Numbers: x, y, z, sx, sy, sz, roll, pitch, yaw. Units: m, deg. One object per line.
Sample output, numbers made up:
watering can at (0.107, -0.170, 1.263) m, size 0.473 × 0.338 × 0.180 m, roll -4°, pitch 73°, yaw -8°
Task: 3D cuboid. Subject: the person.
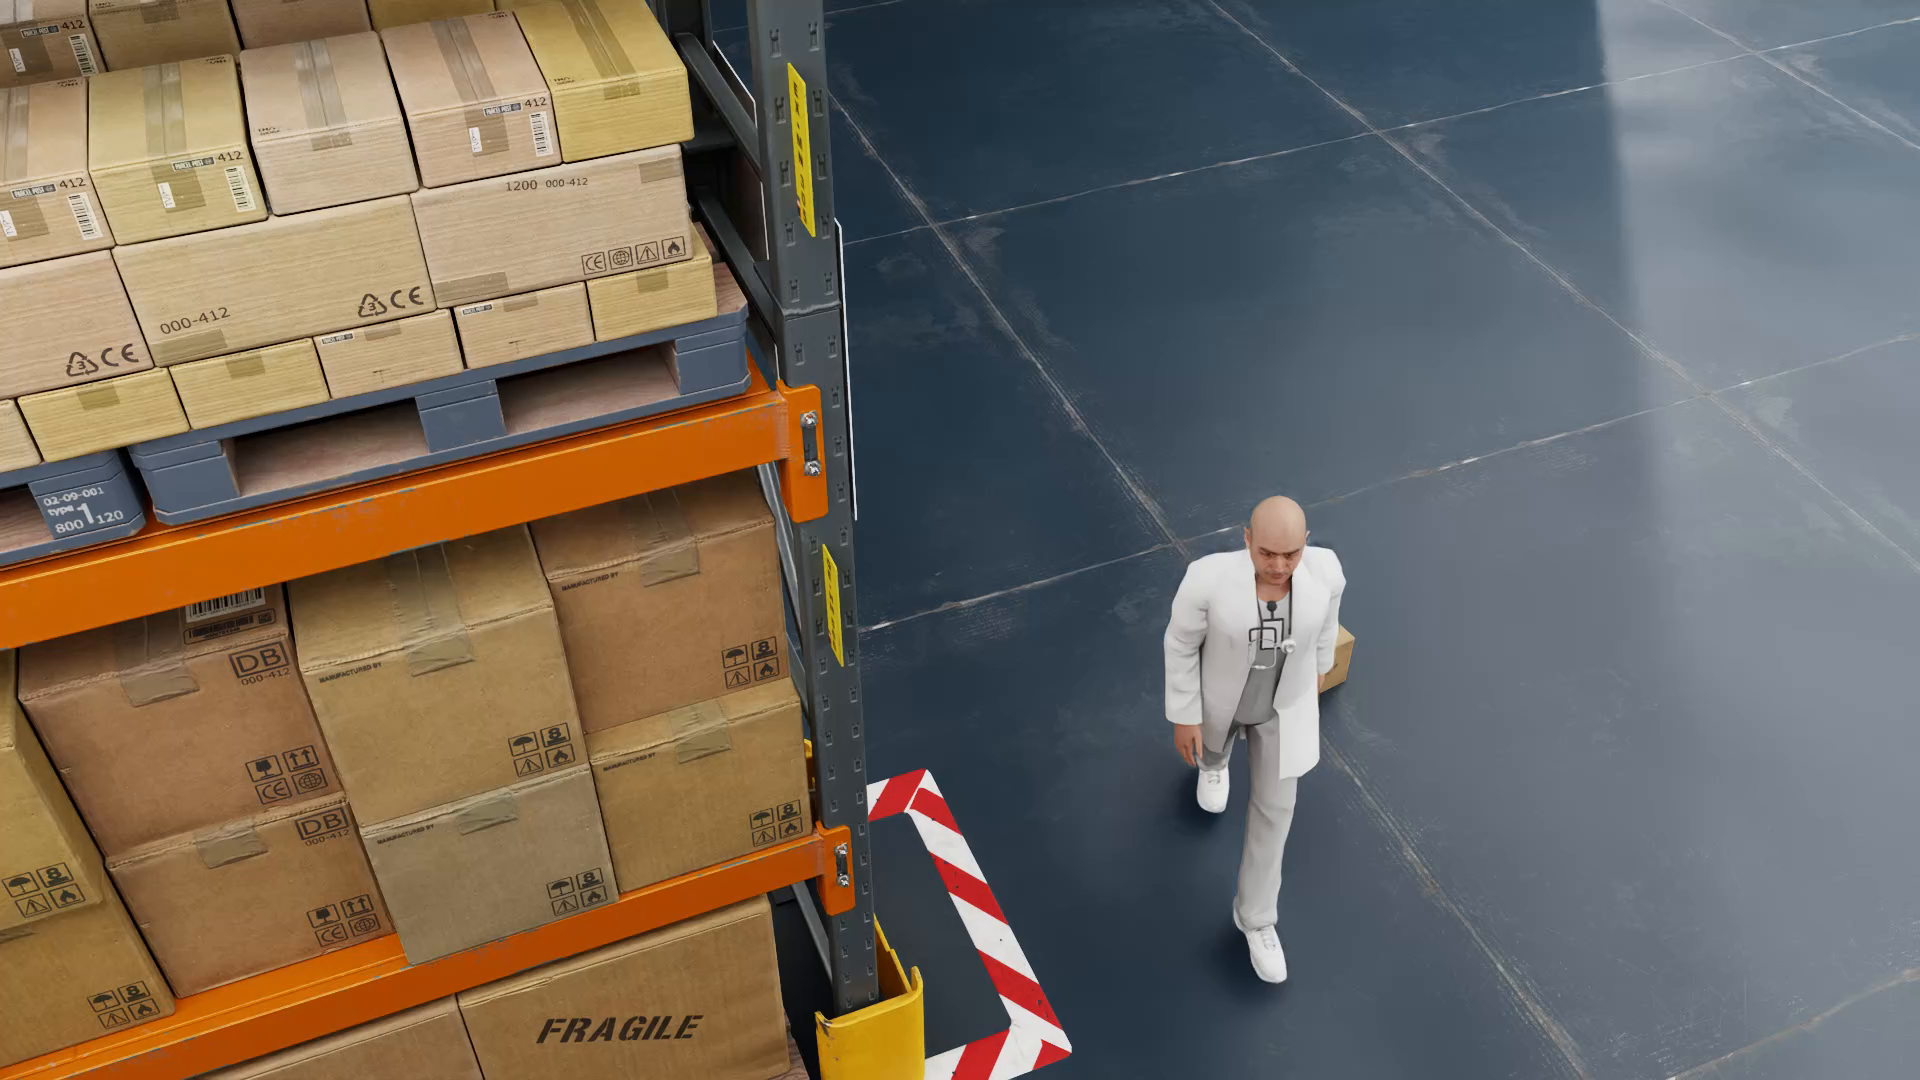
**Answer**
person at (0.962, 0.534, 5.549) m, size 0.603 × 1.708 × 1.128 m, roll 3°, pitch 41°, yaw 3°
